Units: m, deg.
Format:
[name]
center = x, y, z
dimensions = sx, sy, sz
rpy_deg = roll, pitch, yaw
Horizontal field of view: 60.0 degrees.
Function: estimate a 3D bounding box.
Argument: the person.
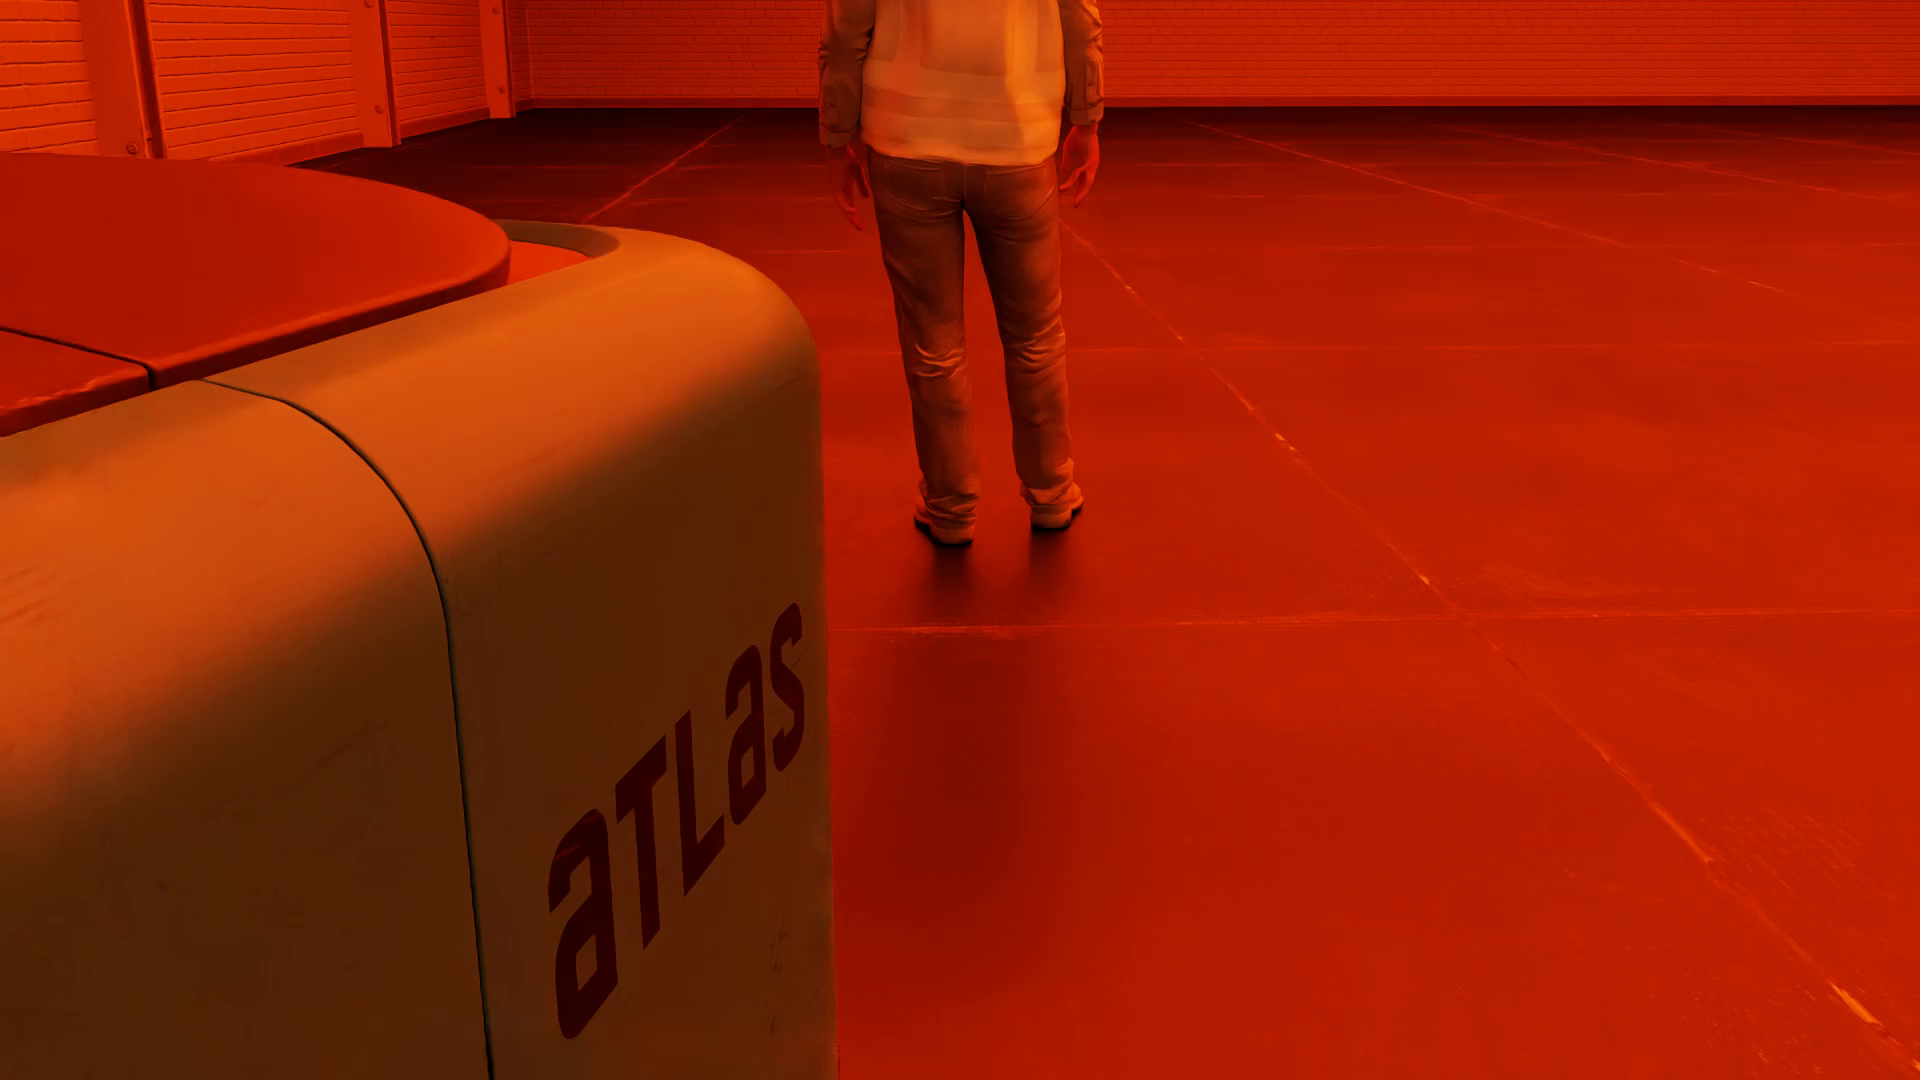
[person]
center = 0.005, -0.874, 3.716
dimensions = 0.632, 1.773, 0.568
rpy_deg = -1, 17, -3
